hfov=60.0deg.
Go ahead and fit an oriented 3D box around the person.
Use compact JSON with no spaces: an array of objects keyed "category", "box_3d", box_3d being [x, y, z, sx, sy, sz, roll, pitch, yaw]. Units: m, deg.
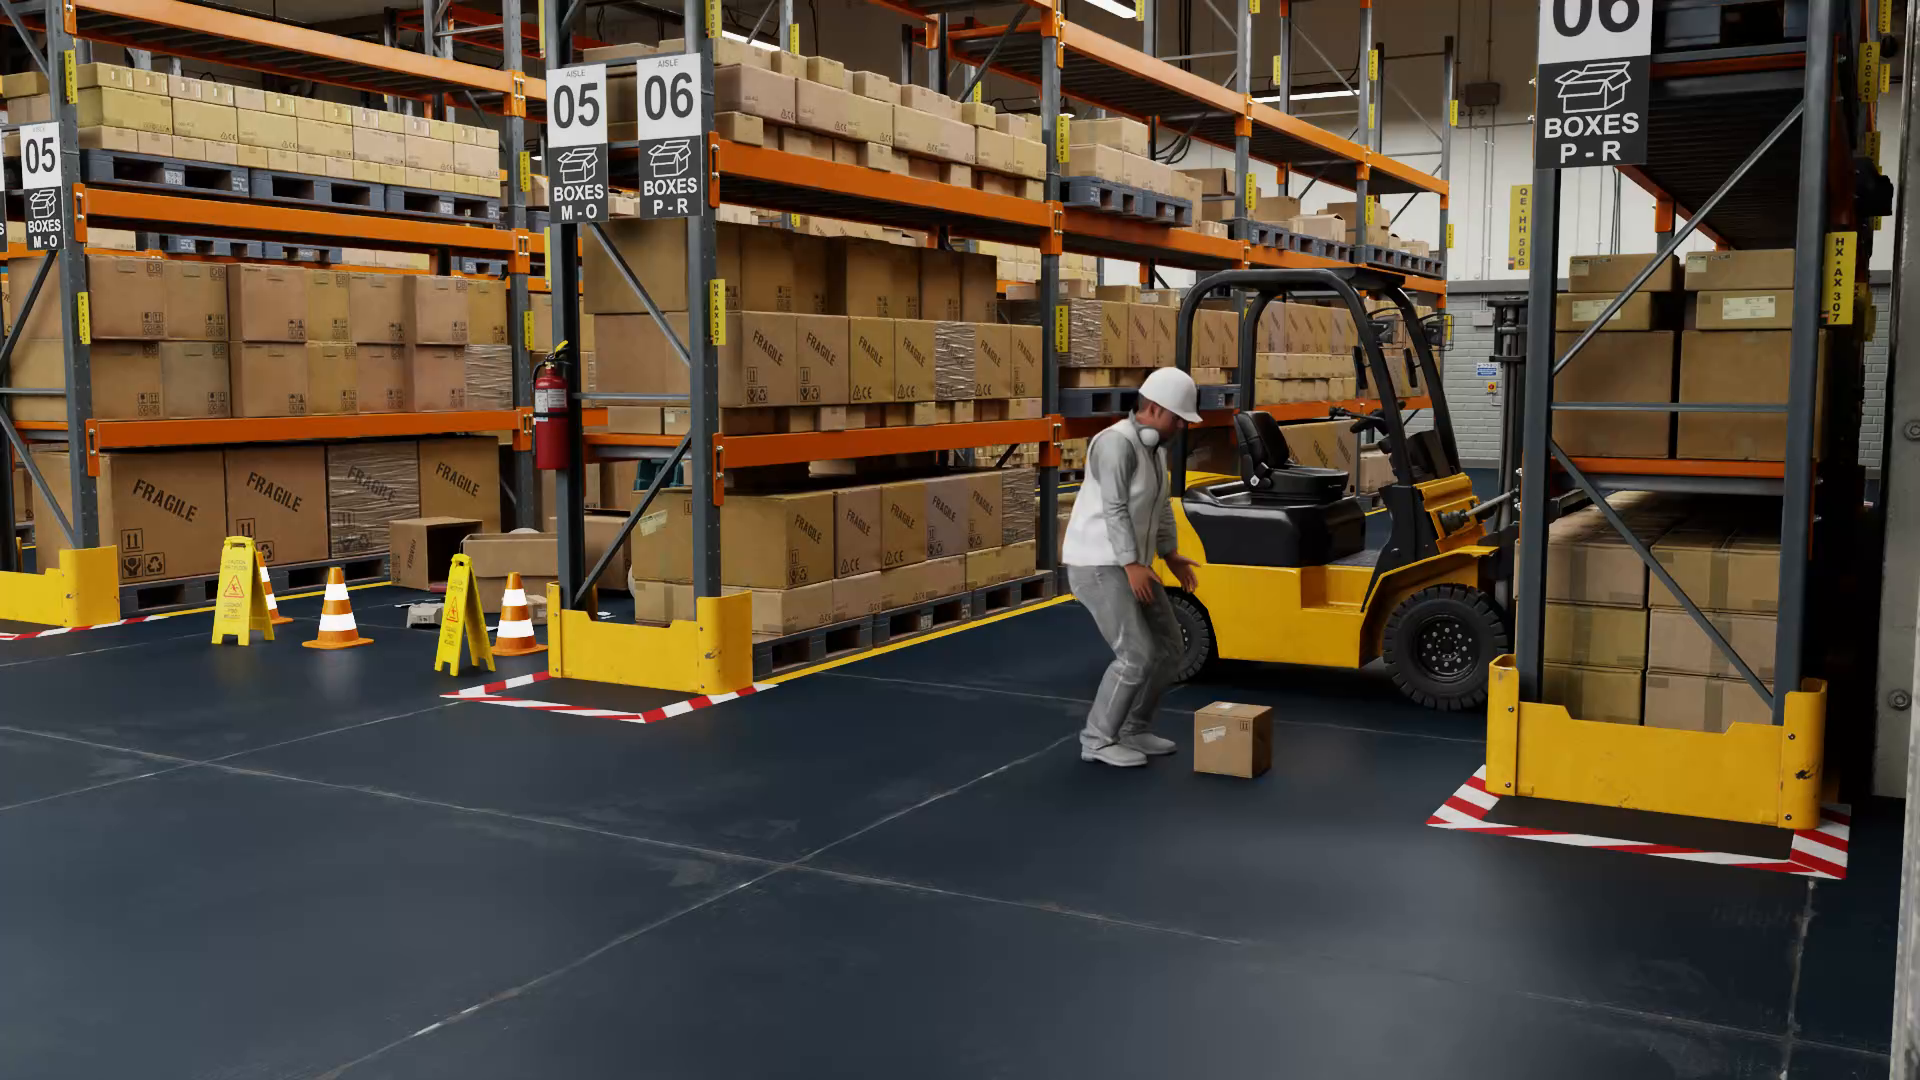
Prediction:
[{"category":"person","box_3d":[0.734,0.104,7.048,0.559,1.665,0.536,3,7,30]}]
